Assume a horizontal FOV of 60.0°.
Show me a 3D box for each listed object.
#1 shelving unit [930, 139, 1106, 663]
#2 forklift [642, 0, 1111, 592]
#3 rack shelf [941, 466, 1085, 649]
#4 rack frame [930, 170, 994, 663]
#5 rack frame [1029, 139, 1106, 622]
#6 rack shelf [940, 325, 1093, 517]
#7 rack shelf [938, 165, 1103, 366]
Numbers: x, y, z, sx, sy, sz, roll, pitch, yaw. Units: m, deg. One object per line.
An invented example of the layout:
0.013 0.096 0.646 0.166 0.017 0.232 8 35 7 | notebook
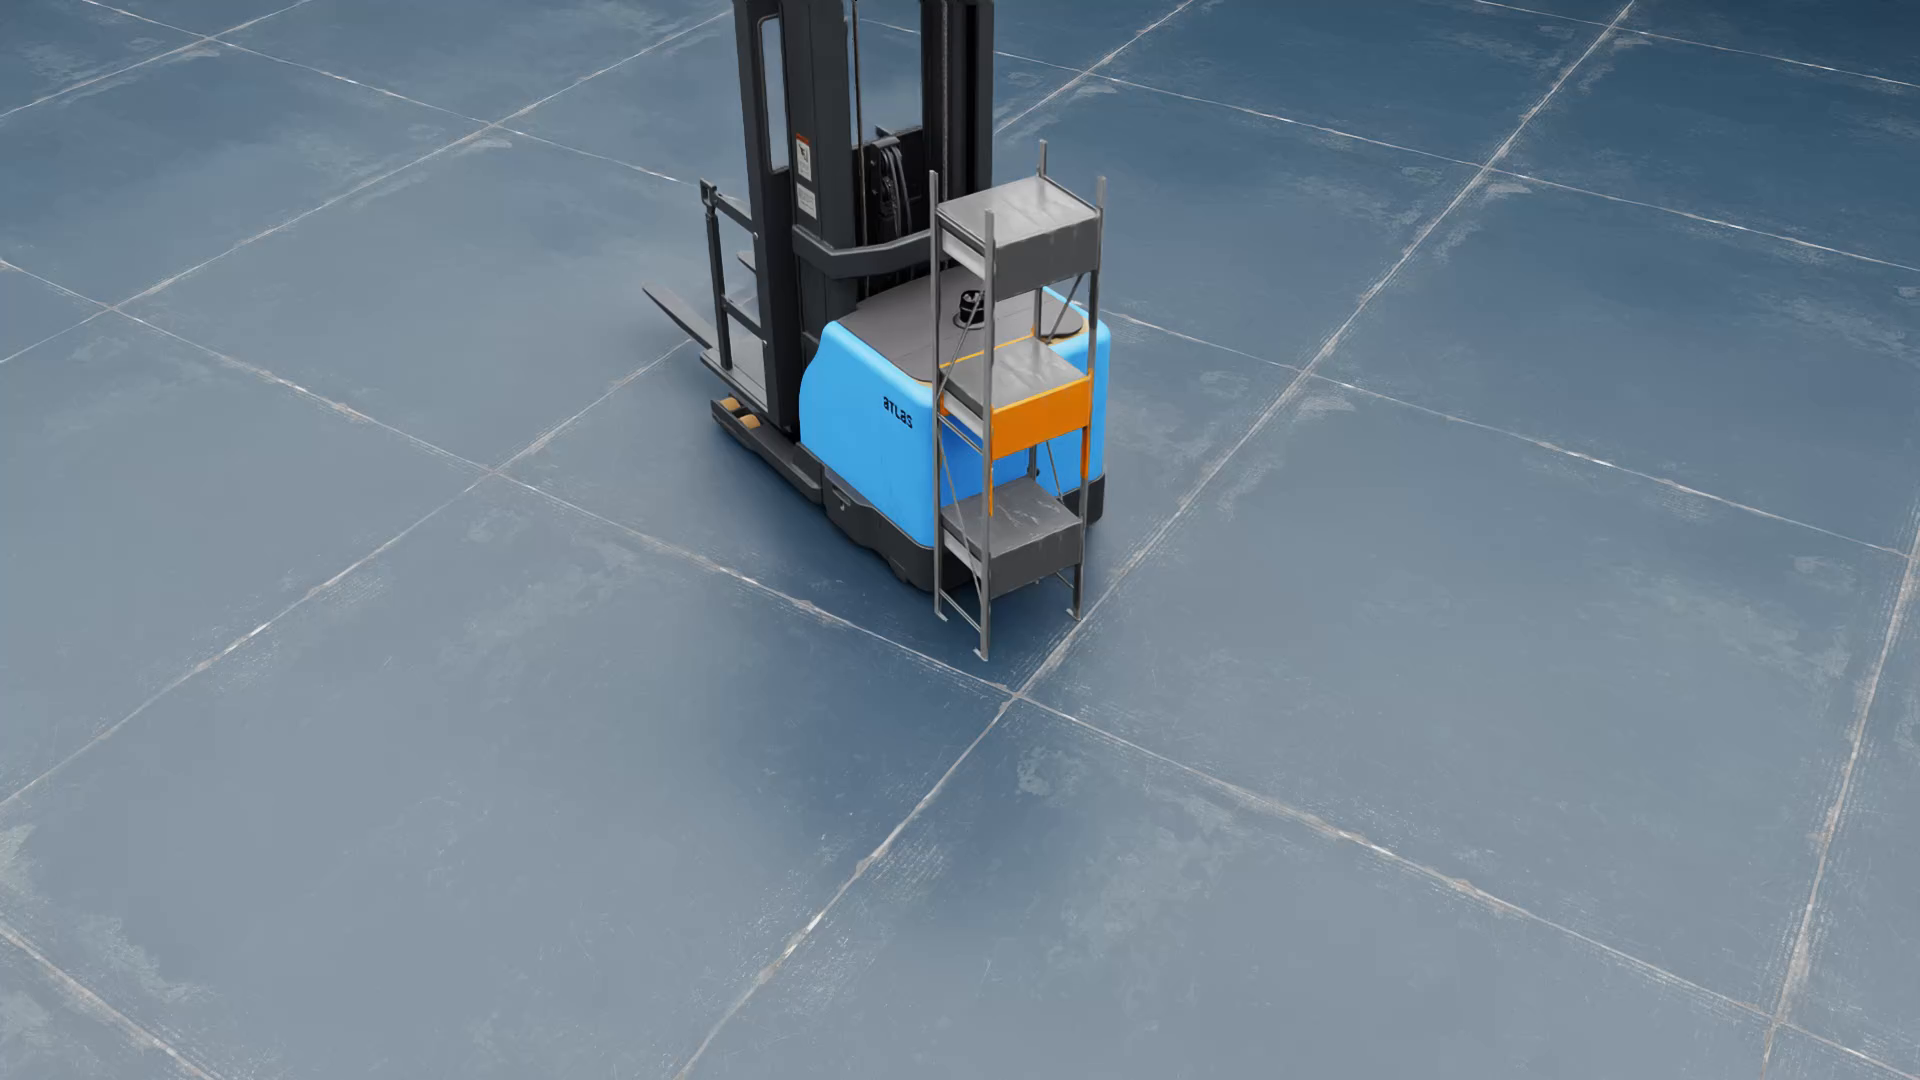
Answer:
0.208 -0.494 6.670 0.503 2.100 0.431 -22 43 -26 | shelving unit
-0.605 -1.782 7.661 1.130 2.935 3.031 -24 44 -28 | forklift
0.208 0.071 7.106 0.480 0.518 0.431 -22 43 -26 | rack shelf
0.004 -0.412 6.565 0.015 2.100 0.400 -22 43 -26 | rack frame
0.413 -0.575 6.776 0.015 2.100 0.400 -22 43 -26 | rack frame
0.208 -0.483 6.679 0.480 0.518 0.431 -22 43 -26 | rack shelf
0.209 -1.037 6.251 0.480 0.518 0.431 -22 43 -26 | rack shelf
